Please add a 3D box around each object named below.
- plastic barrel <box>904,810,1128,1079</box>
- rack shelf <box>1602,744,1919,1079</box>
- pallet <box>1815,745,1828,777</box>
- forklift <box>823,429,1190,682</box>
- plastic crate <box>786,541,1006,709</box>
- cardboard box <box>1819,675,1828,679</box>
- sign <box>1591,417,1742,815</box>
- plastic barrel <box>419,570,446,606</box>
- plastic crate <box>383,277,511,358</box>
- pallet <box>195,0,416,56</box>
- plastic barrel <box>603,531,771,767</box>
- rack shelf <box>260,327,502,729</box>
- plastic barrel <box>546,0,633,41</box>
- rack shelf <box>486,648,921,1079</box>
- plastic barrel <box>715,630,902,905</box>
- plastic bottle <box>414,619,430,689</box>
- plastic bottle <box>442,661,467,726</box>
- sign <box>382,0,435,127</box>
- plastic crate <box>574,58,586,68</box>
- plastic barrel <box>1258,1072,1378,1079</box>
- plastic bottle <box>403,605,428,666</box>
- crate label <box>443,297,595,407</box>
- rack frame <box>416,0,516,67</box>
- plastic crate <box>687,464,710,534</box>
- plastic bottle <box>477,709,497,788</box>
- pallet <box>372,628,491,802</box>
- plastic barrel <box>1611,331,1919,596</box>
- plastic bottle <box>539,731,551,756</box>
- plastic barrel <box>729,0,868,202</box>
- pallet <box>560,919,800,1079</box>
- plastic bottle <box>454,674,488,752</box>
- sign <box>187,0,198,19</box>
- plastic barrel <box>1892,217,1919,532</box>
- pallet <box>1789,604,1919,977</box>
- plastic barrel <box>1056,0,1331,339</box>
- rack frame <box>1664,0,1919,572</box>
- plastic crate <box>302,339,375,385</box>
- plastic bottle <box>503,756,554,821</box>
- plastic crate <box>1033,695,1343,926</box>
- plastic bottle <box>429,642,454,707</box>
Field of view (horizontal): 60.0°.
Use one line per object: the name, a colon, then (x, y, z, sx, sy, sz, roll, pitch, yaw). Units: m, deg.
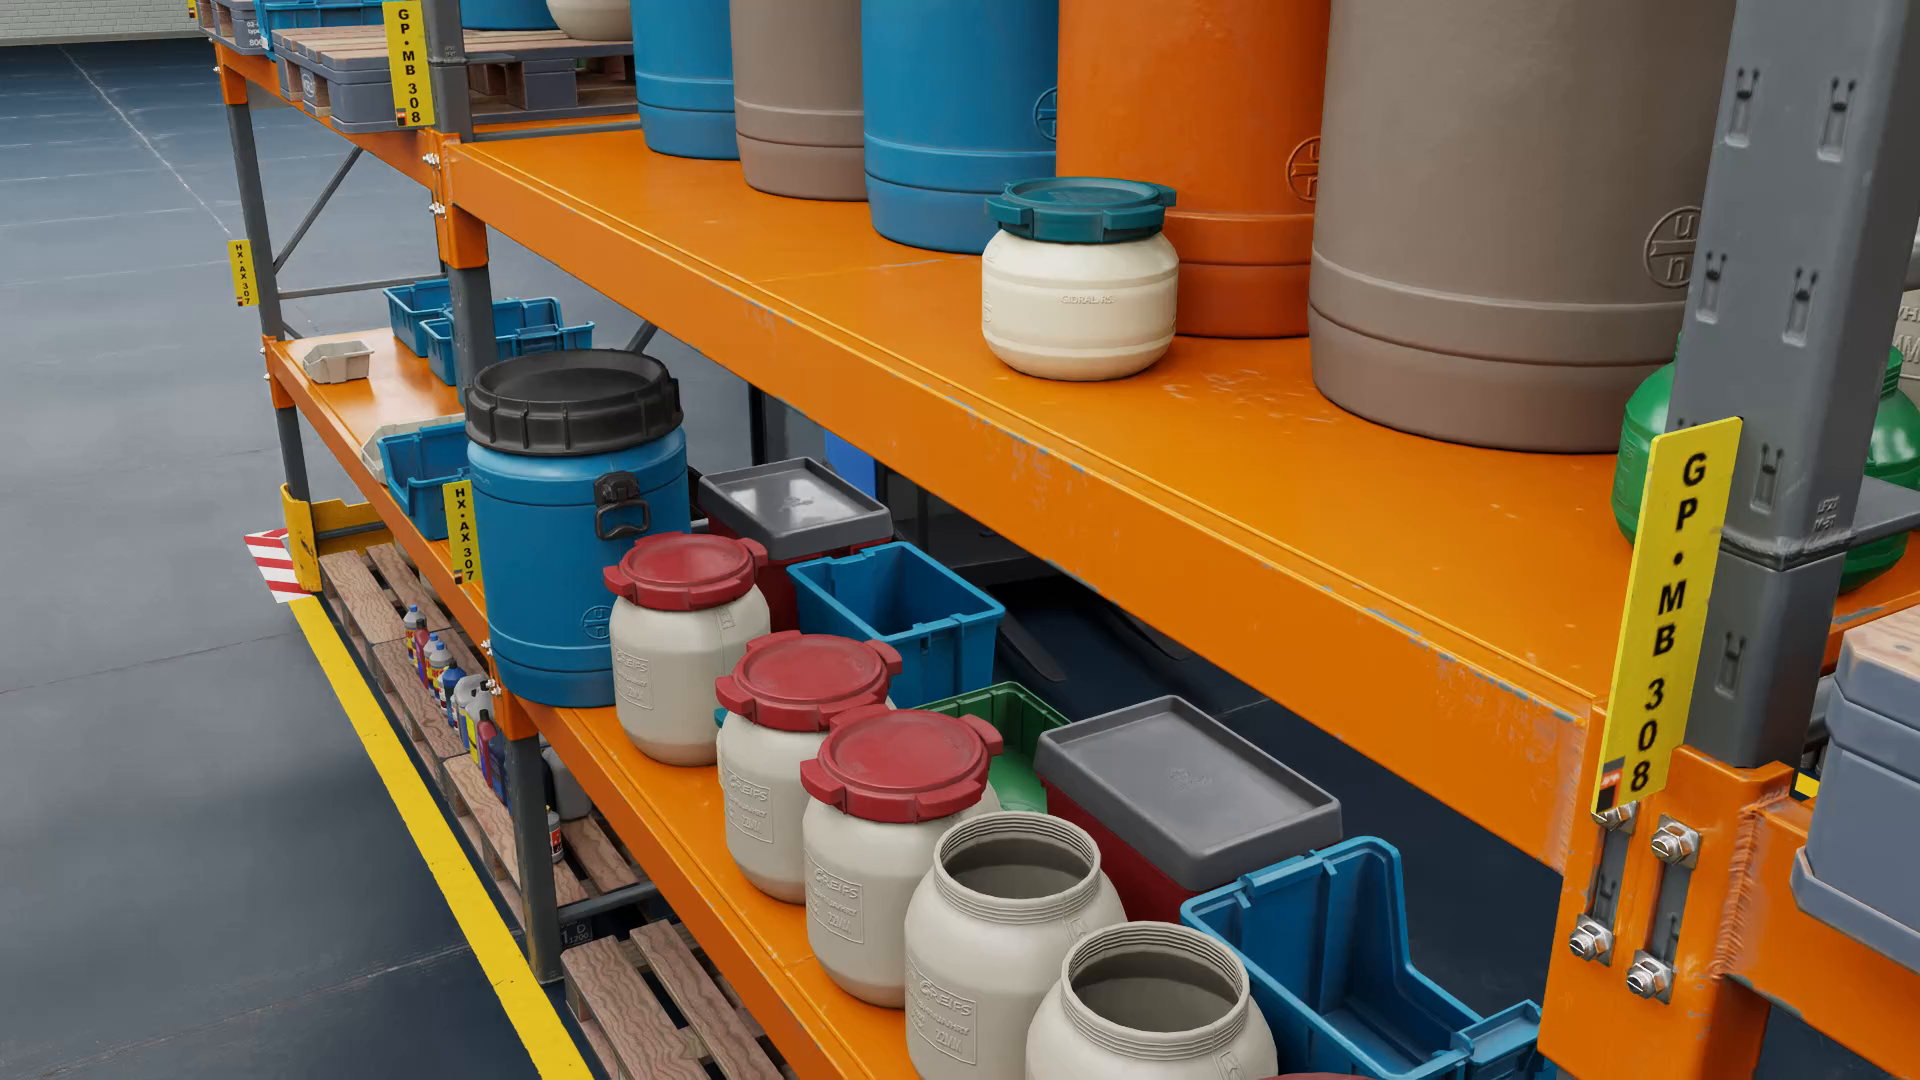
plastic barrel: (0.106, 0.818, 3.167, 0.421, 0.512, 0.421, 0, 22, 0)
rack shelf: (2.052, 0.889, 0.112, 1.077, 0.370, 4.000, -13, 25, -28)
pallet: (4.284, 0.970, 6.645, 1.003, 0.211, 1.213, -13, 25, -28)
forklift: (0.189, -1.116, 8.164, 1.130, 2.935, 3.031, -8, 23, -19)
plastic crate: (-0.182, 0.308, 4.592, 0.392, 0.384, 0.575, -13, 25, -28)
cardboard box: (3.767, 0.642, 6.842, 0.500, 0.250, 0.500, -13, 26, -30)
sign: (0.561, 0.065, 1.323, 0.100, 0.325, 0.005, -13, 25, -28)
plastic barrel: (-2.399, 0.027, 8.008, 0.421, 0.512, 0.421, 0, 22, 0)
plastic crate: (-2.544, -1.118, 8.277, 0.499, 0.251, 0.616, -13, 25, -28)
pallet: (-2.718, -2.307, 7.271, 1.003, 0.211, 1.213, -13, 25, -28)
plastic barrel: (-0.713, 0.292, 4.429, 0.433, 0.535, 0.433, 0, 22, 0)
rack shelf: (-2.035, -0.311, 7.048, 1.077, 0.370, 4.000, -13, 25, -28)
plastic barrel: (-1.064, -1.810, 5.091, 0.421, 0.512, 0.421, 0, 22, 0)
rack shelf: (0.008, 0.984, 3.863, 1.077, 0.370, 4.000, -13, 25, -28)
plastic barrel: (-0.338, 0.530, 3.844, 0.433, 0.535, 0.433, 0, 22, 0)
plastic bottle: (-2.298, 0.487, 7.154, 0.061, 0.283, 0.133, -12, 25, -27)
plastic bottle: (-2.069, 0.624, 6.831, 0.097, 0.271, 0.097, 0, 22, 0)
sign: (-1.492, -1.288, 4.502, 0.100, 0.325, 0.005, -13, 25, -28)
plastic crate: (-1.585, -1.851, 6.181, 0.336, 0.188, 0.450, -13, 25, -28)
plastic barrel: (0.532, 1.143, 2.335, 0.600, 0.536, 0.708, -13, 25, -28)
plastic bottle: (-2.398, 0.415, 7.345, 0.097, 0.271, 0.097, 0, 22, 0)
crate label: (-1.884, -0.764, 7.161, 0.502, 0.435, 0.616, -13, 25, -28)
rack frame: (-1.013, -2.776, 4.190, 1.000, 3.000, 0.127, -13, 25, -28)
plastic crate: (-1.171, -0.162, 5.809, 0.767, 0.338, 0.504, -13, 25, -28)
plastic bottle: (-1.807, 0.798, 6.388, 0.061, 0.283, 0.133, -11, 24, -25)
pallet: (-1.948, 0.674, 7.372, 1.003, 0.211, 1.213, -13, 25, -28)
plastic barrel: (0.860, -0.090, 1.771, 0.294, 0.245, 0.294, 0, 22, 0)
plastic bottle: (-1.574, 0.809, 6.370, 0.152, 0.276, 0.135, -13, 25, -28)
plastic barrel: (-0.233, -1.284, 3.838, 0.600, 0.901, 0.600, 0, 22, 0)
pallet: (-0.579, 1.542, 5.238, 1.003, 0.211, 1.213, -13, 25, -28)
plastic bottle: (-1.933, 0.688, 6.668, 0.152, 0.276, 0.135, -12, 25, -27)
sign: (-3.532, -2.581, 7.682, 0.100, 0.325, 0.005, -13, 25, -28)
plastic barrel: (1.135, -0.303, 1.941, 0.421, 0.512, 0.421, 0, 22, 0)
pallet: (1.337, 0.262, 0.950, 1.003, 0.211, 1.213, -13, 25, -28)
plastic barrel: (0.463, -0.810, 2.766, 0.600, 0.830, 0.708, -13, 25, -28)
rack frame: (1.030, -1.481, 1.005, 1.000, 3.000, 0.127, -13, 25, -28)
plastic crate: (-2.876, -0.818, 7.690, 0.298, 0.136, 0.250, -13, 25, -28)
plastic bottle: (-1.590, 0.873, 6.113, 0.144, 0.351, 0.185, -13, 26, -30)
plastic crate: (0.468, 0.686, 3.554, 0.402, 0.464, 0.583, -13, 25, -28)
plastic bottle: (-2.172, 0.559, 6.993, 0.097, 0.271, 0.097, 0, 22, 0)
